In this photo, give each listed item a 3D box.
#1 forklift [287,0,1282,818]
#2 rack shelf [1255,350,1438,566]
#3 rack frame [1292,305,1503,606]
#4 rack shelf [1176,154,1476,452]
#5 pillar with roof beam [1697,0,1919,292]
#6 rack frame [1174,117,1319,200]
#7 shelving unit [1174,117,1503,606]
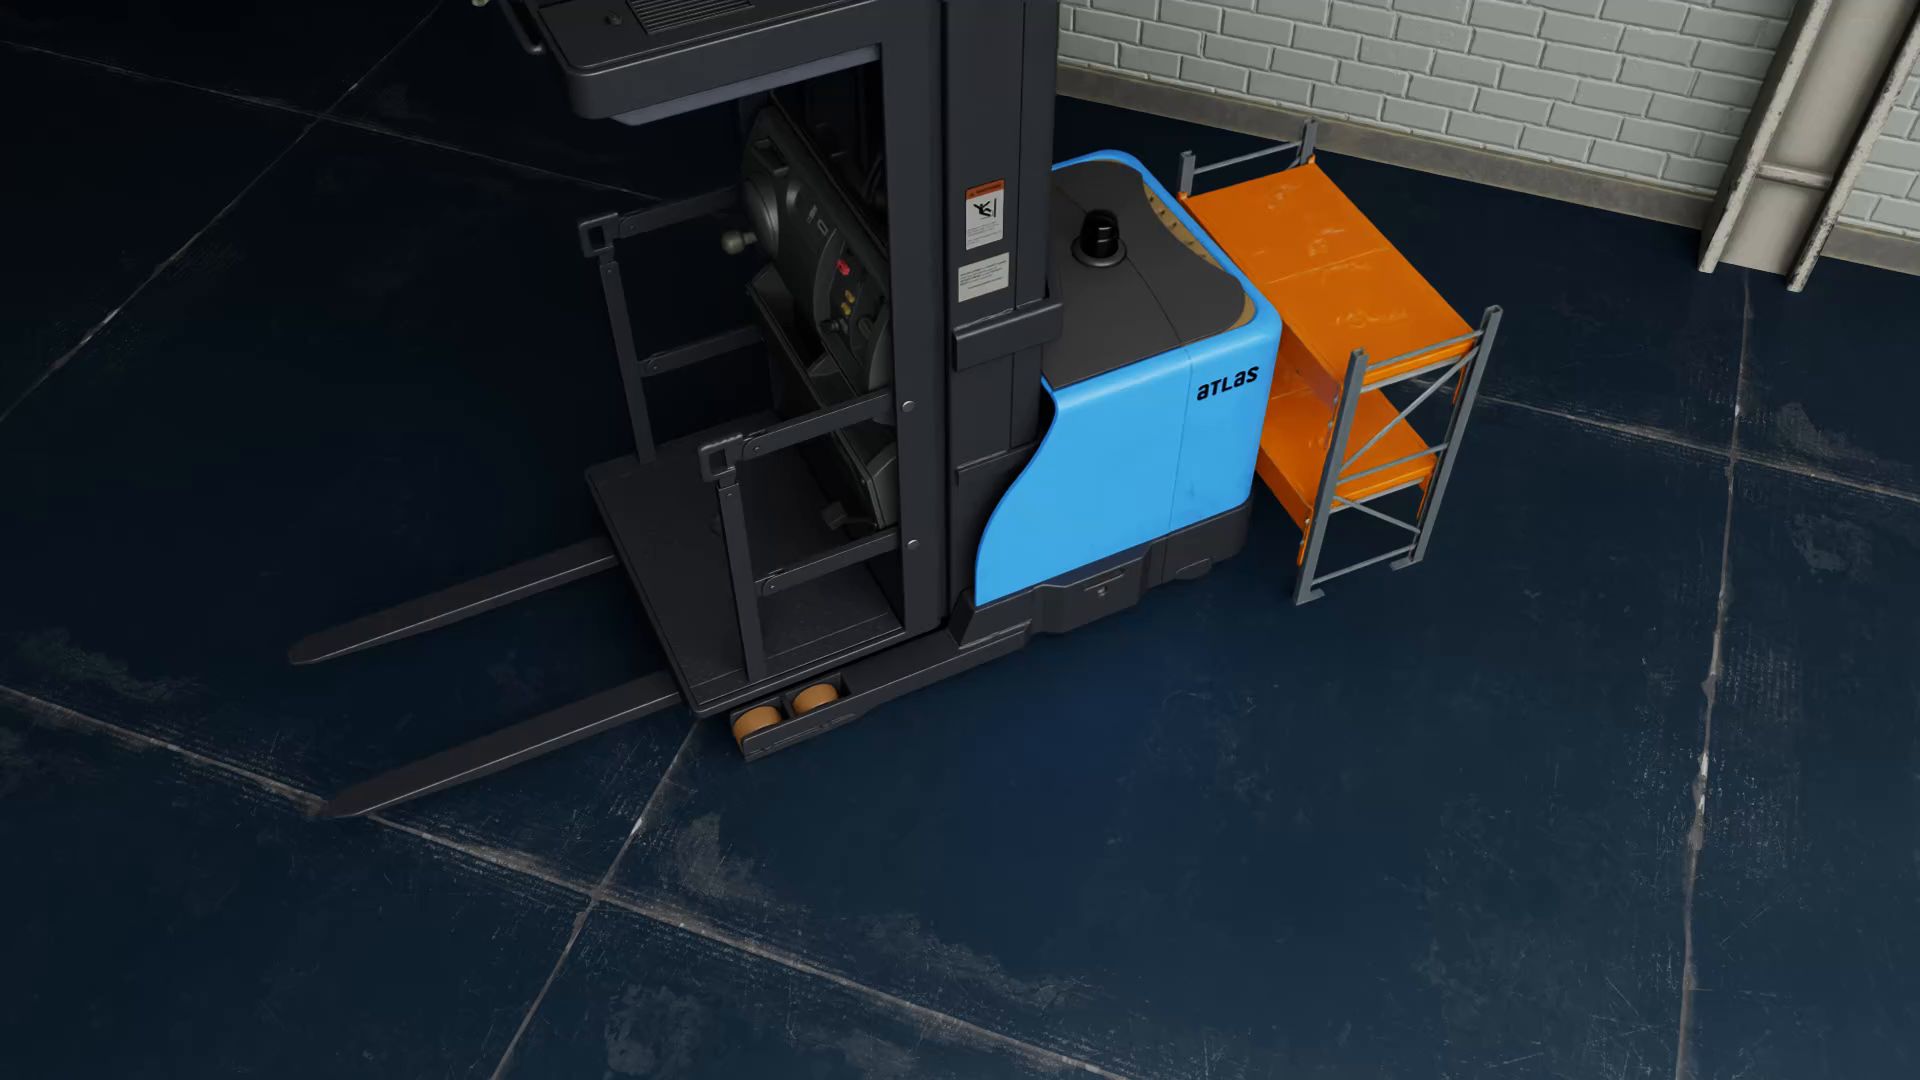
[{"bbox_3d":[-0.582,-0.746,4.457,3.031,2.935,1.130,-20,52,-17],"label":"forklift"},{"bbox_3d":[1.144,-0.426,5.698,0.538,0.278,1.000,-18,52,-15],"label":"rack shelf"},{"bbox_3d":[1.347,-0.234,5.209,0.500,1.125,0.032,-18,52,-15],"label":"rack frame"},{"bbox_3d":[1.144,-0.778,5.293,0.538,0.278,1.000,-18,52,-15],"label":"rack shelf"},{"bbox_3d":[1.714,-1.038,0.695,0.400,9.000,9.100,16,51,13],"label":"pillar with roof beam"},{"bbox_3d":[0.941,-0.938,5.819,0.500,1.125,0.032,-18,52,-15],"label":"rack frame"},{"bbox_3d":[1.144,-0.586,5.514,0.538,1.125,1.048,-18,52,-15],"label":"shelving unit"}]
